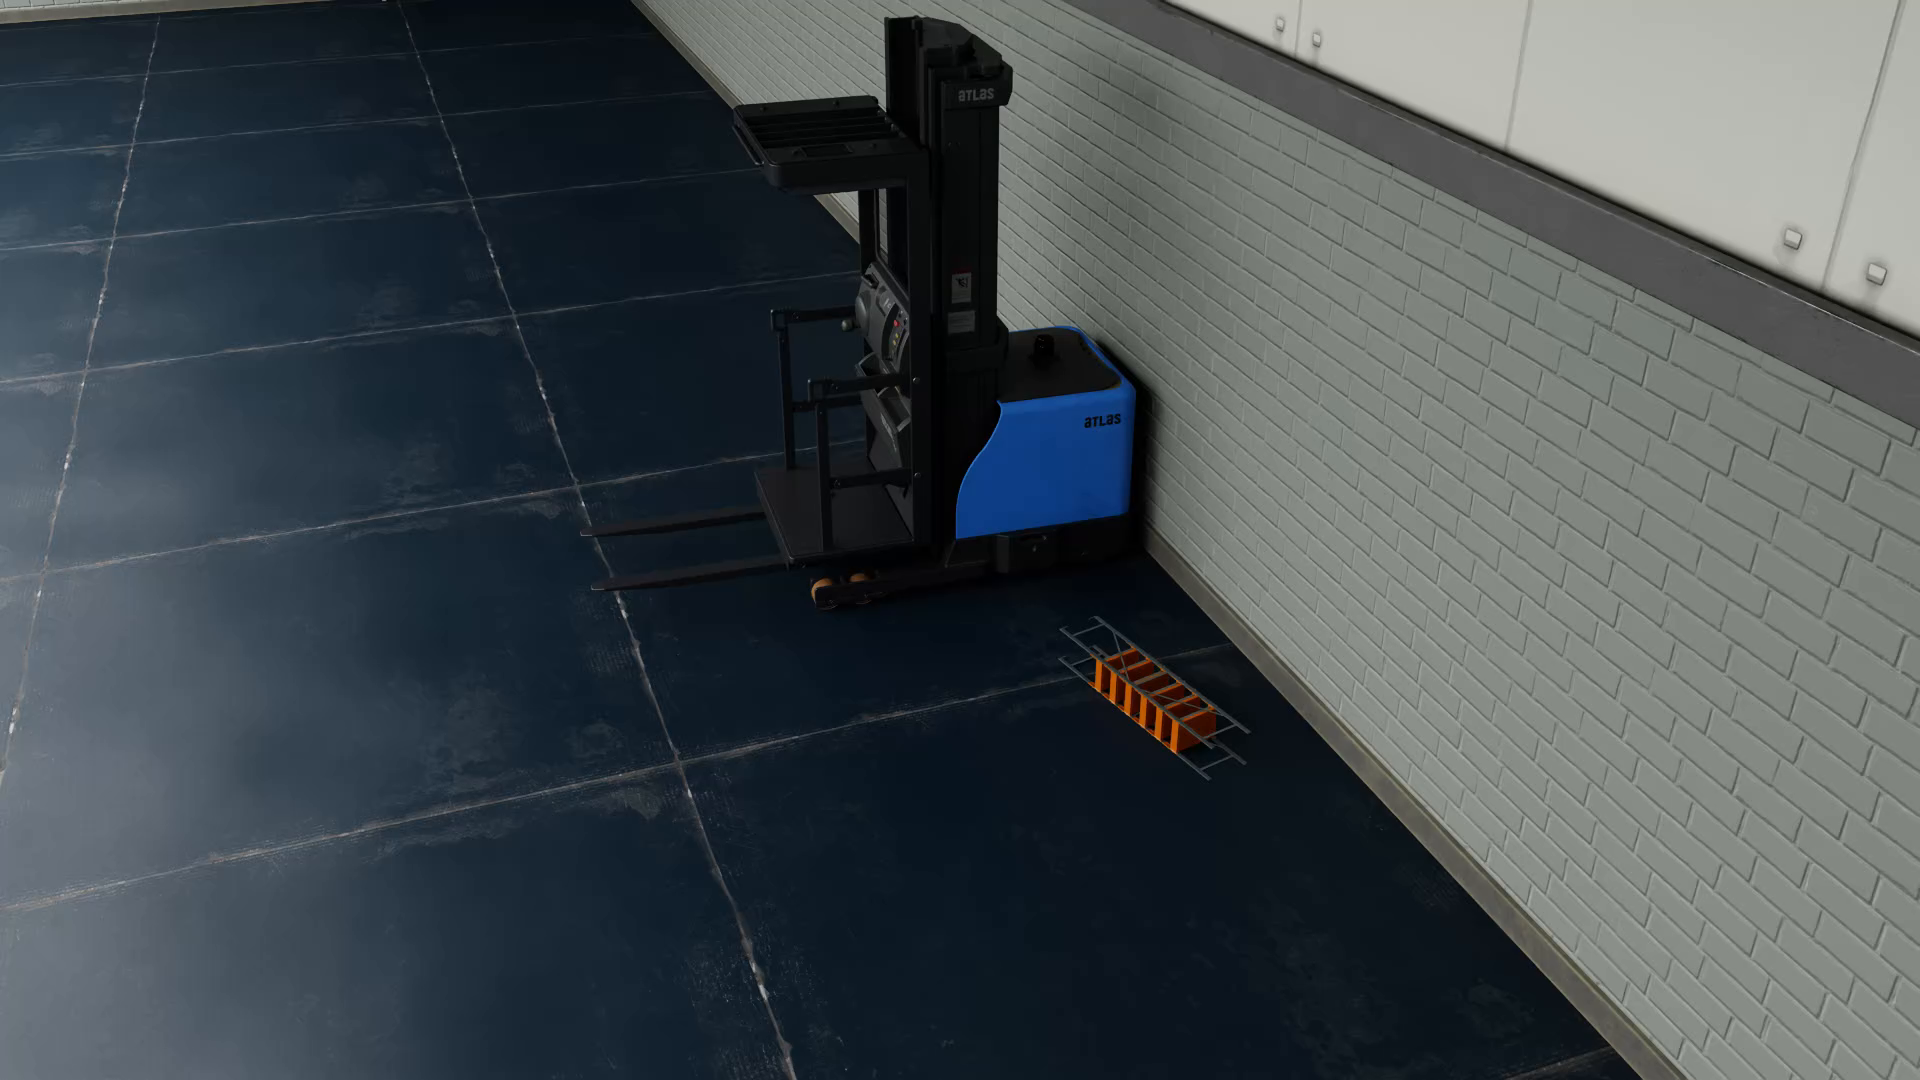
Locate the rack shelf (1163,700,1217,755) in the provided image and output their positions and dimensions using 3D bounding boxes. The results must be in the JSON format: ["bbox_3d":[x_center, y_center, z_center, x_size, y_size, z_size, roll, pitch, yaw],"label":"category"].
[{"bbox_3d":[1.109,0.892,7.990,0.258,0.180,0.103,-18,34,-28],"label":"rack shelf"}]

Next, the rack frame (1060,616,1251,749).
[{"bbox_3d":[0.939,0.680,8.174,0.240,0.006,1.200,-18,34,-28],"label":"rack frame"}]

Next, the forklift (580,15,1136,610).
[{"bbox_3d":[-0.599,-1.185,8.870,3.031,2.935,1.130,-8,31,-14],"label":"forklift"}]

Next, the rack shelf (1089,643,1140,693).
[{"bbox_3d":[0.784,0.640,8.426,0.258,0.180,0.103,-18,34,-28],"label":"rack shelf"}]

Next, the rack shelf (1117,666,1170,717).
[{"bbox_3d":[0.914,0.741,8.252,0.258,0.180,0.103,-18,34,-28],"label":"rack shelf"}]

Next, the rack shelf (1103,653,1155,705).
[{"bbox_3d":[0.849,0.690,8.339,0.258,0.180,0.103,-18,34,-28],"label":"rack shelf"}]

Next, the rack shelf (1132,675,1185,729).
[{"bbox_3d":[0.979,0.791,8.164,0.258,0.180,0.103,-18,34,-28],"label":"rack shelf"}]

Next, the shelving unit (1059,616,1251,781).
[{"bbox_3d":[0.938,0.759,8.219,0.258,0.189,1.200,-18,34,-28],"label":"shelving unit"}]

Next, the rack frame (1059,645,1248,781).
[{"bbox_3d":[0.938,0.839,8.265,0.240,0.006,1.200,-18,34,-28],"label":"rack frame"}]

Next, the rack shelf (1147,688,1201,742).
[{"bbox_3d":[1.044,0.842,8.077,0.258,0.180,0.103,-18,34,-28],"label":"rack shelf"}]
